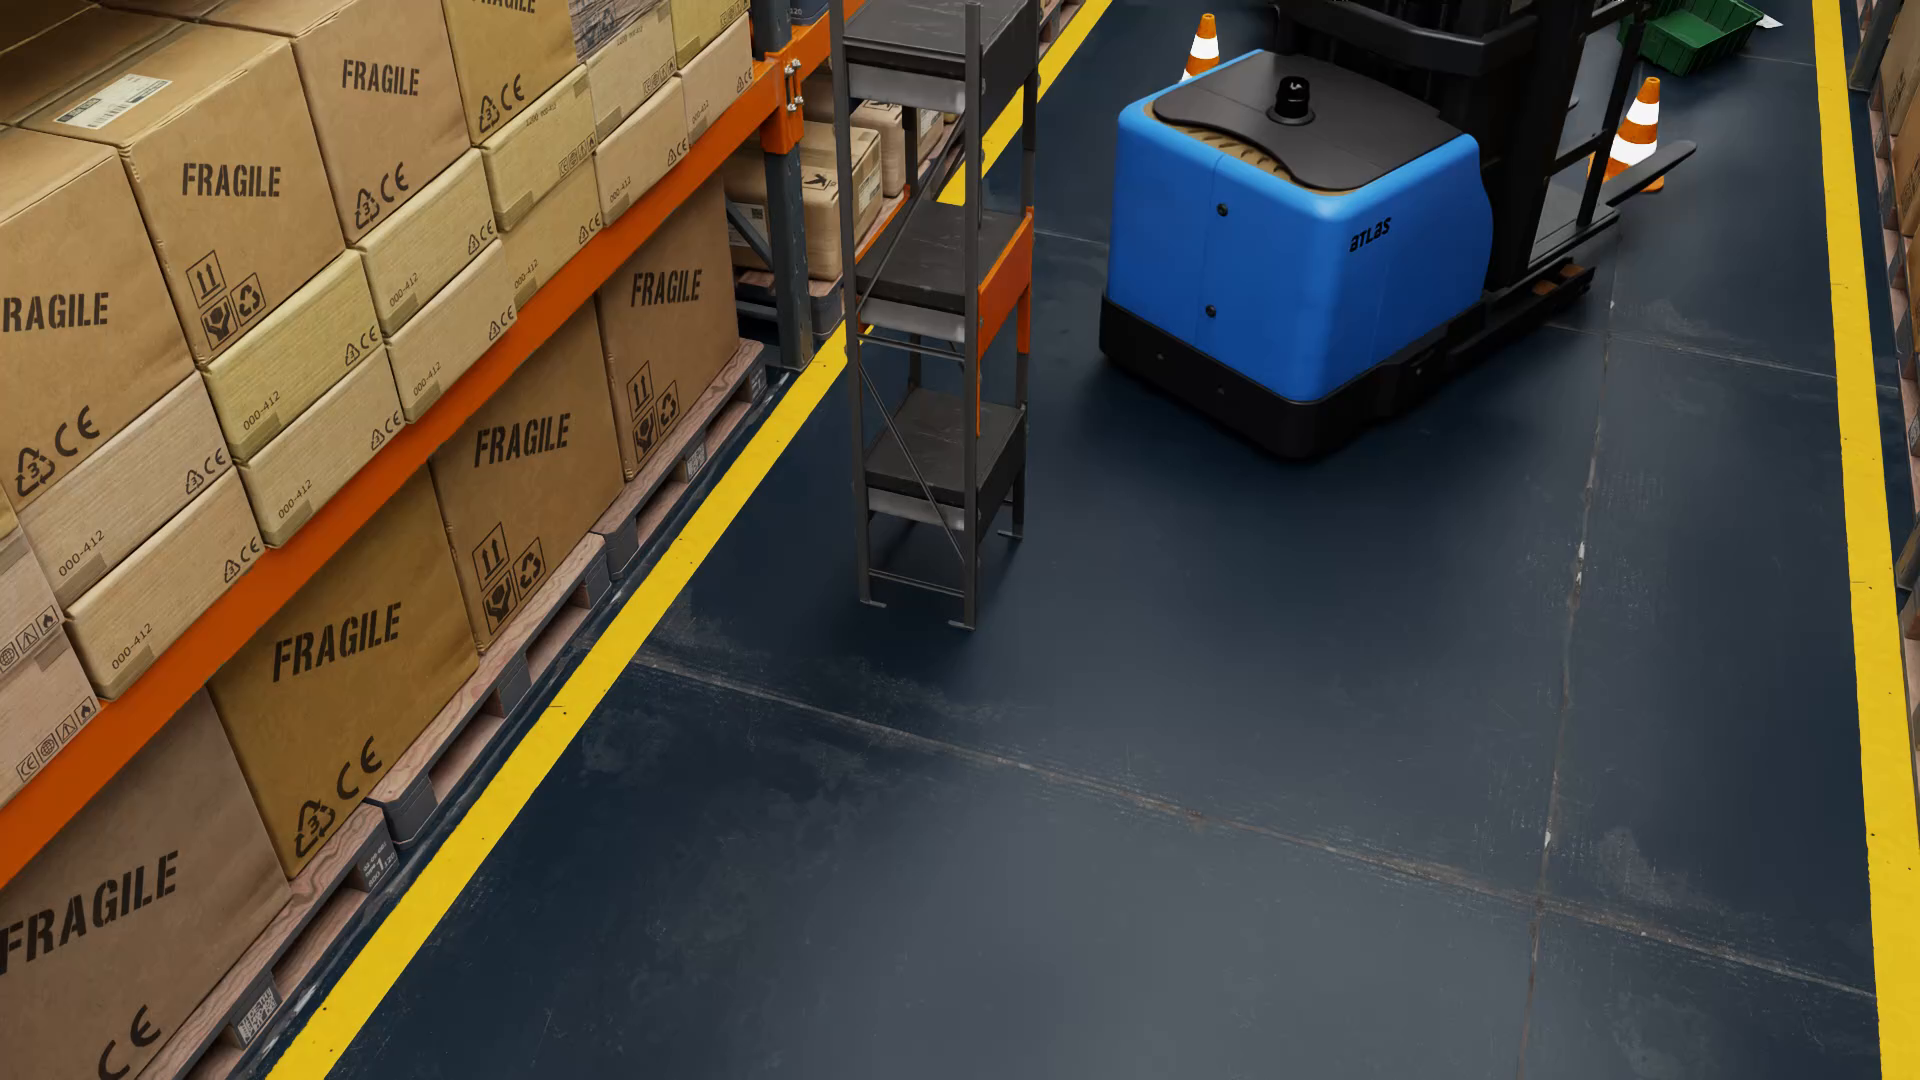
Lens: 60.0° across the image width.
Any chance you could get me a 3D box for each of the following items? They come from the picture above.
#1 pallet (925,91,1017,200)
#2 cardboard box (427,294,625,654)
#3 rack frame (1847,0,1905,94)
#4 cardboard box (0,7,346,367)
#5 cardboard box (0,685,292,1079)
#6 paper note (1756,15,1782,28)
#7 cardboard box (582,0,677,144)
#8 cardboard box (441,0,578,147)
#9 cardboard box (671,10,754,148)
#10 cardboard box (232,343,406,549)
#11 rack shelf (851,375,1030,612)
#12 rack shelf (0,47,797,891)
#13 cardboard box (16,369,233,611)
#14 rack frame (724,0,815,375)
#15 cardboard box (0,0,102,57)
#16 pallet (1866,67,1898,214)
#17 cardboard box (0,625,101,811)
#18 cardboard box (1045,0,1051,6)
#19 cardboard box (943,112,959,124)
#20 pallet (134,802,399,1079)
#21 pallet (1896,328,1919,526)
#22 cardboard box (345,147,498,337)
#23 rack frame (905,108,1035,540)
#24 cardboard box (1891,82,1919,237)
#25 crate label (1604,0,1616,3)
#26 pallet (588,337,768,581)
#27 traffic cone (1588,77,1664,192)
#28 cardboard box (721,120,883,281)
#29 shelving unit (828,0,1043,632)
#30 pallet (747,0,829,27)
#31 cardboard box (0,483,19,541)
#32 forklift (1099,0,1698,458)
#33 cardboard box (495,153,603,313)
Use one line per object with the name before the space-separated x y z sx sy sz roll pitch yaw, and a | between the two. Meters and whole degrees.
pallet | -0.380 -2.095 8.043 1.003 0.211 1.213 13 42 15
cardboard box | -1.691 -0.343 5.155 0.875 0.875 0.875 14 42 16
rack frame | 4.986 -3.340 7.354 1.000 3.000 0.127 13 42 15
cardboard box | -1.693 -0.743 3.462 0.500 0.500 0.500 12 42 14
cardboard box | -2.299 0.755 3.868 0.875 0.875 0.875 15 43 16
paper note | 4.365 -2.822 9.034 0.147 0.020 0.142 -13 42 -15
cardboard box | -1.167 -1.406 4.817 0.500 0.250 0.500 12 42 14
cardboard box | -1.343 -1.367 4.193 0.500 0.500 0.500 13 42 15
cardboard box | -0.997 -1.515 5.330 0.500 0.250 0.500 12 42 14
cardboard box | -1.671 -0.276 3.878 0.500 0.250 0.500 13 42 15
rack shelf | -0.057 -0.155 5.413 0.431 0.518 0.480 13 42 15
rack shelf | -1.752 -0.444 4.514 1.077 0.370 4.000 13 42 15
cardboard box | -1.868 -0.161 3.358 0.500 0.250 0.500 14 42 16
rack frame | -1.068 -1.938 5.710 1.000 3.000 0.127 13 42 15
cardboard box | -2.157 -0.867 3.608 0.500 0.500 0.500 15 43 16
pallet | 4.793 -1.792 7.688 1.003 0.211 1.213 13 42 15
cardboard box | -2.037 0.349 3.145 0.500 0.250 0.500 12 42 14
cardboard box | 0.123 -3.217 8.911 0.950 0.372 0.625 14 42 16
cardboard box | -0.356 -2.353 7.898 0.950 0.372 0.625 15 43 17
pallet | -2.243 1.075 4.327 1.003 0.211 1.213 13 42 15
pallet | 3.959 -0.304 5.944 1.003 0.211 1.213 13 42 15
cardboard box | -1.500 -0.772 4.074 0.500 0.250 0.500 12 42 14
rack frame | 0.027 -0.847 5.125 0.400 2.100 0.015 13 42 15
cardboard box | 4.525 -1.658 6.792 1.050 0.750 0.750 13 42 15
crate label | 3.709 -3.015 9.178 0.298 0.136 0.250 -13 42 -15
pallet | -1.408 -0.413 6.071 1.003 0.211 1.213 13 42 15
traffic cone | 3.109 -1.893 7.612 0.336 0.463 0.334 13 42 15
cardboard box | -0.865 -1.440 6.828 0.950 0.372 0.625 11 42 12
shelving unit | -0.057 -0.698 4.950 0.431 2.100 0.503 13 42 15
pallet | -0.924 -2.323 6.310 1.213 0.211 1.003 13 42 15
cardboard box | -2.015 -0.121 2.733 0.500 0.500 0.500 14 42 16
forklift | 1.979 -2.235 6.111 3.031 2.935 1.130 -30 49 -31
cardboard box | -1.344 -0.896 4.605 0.500 0.250 0.500 13 42 15
